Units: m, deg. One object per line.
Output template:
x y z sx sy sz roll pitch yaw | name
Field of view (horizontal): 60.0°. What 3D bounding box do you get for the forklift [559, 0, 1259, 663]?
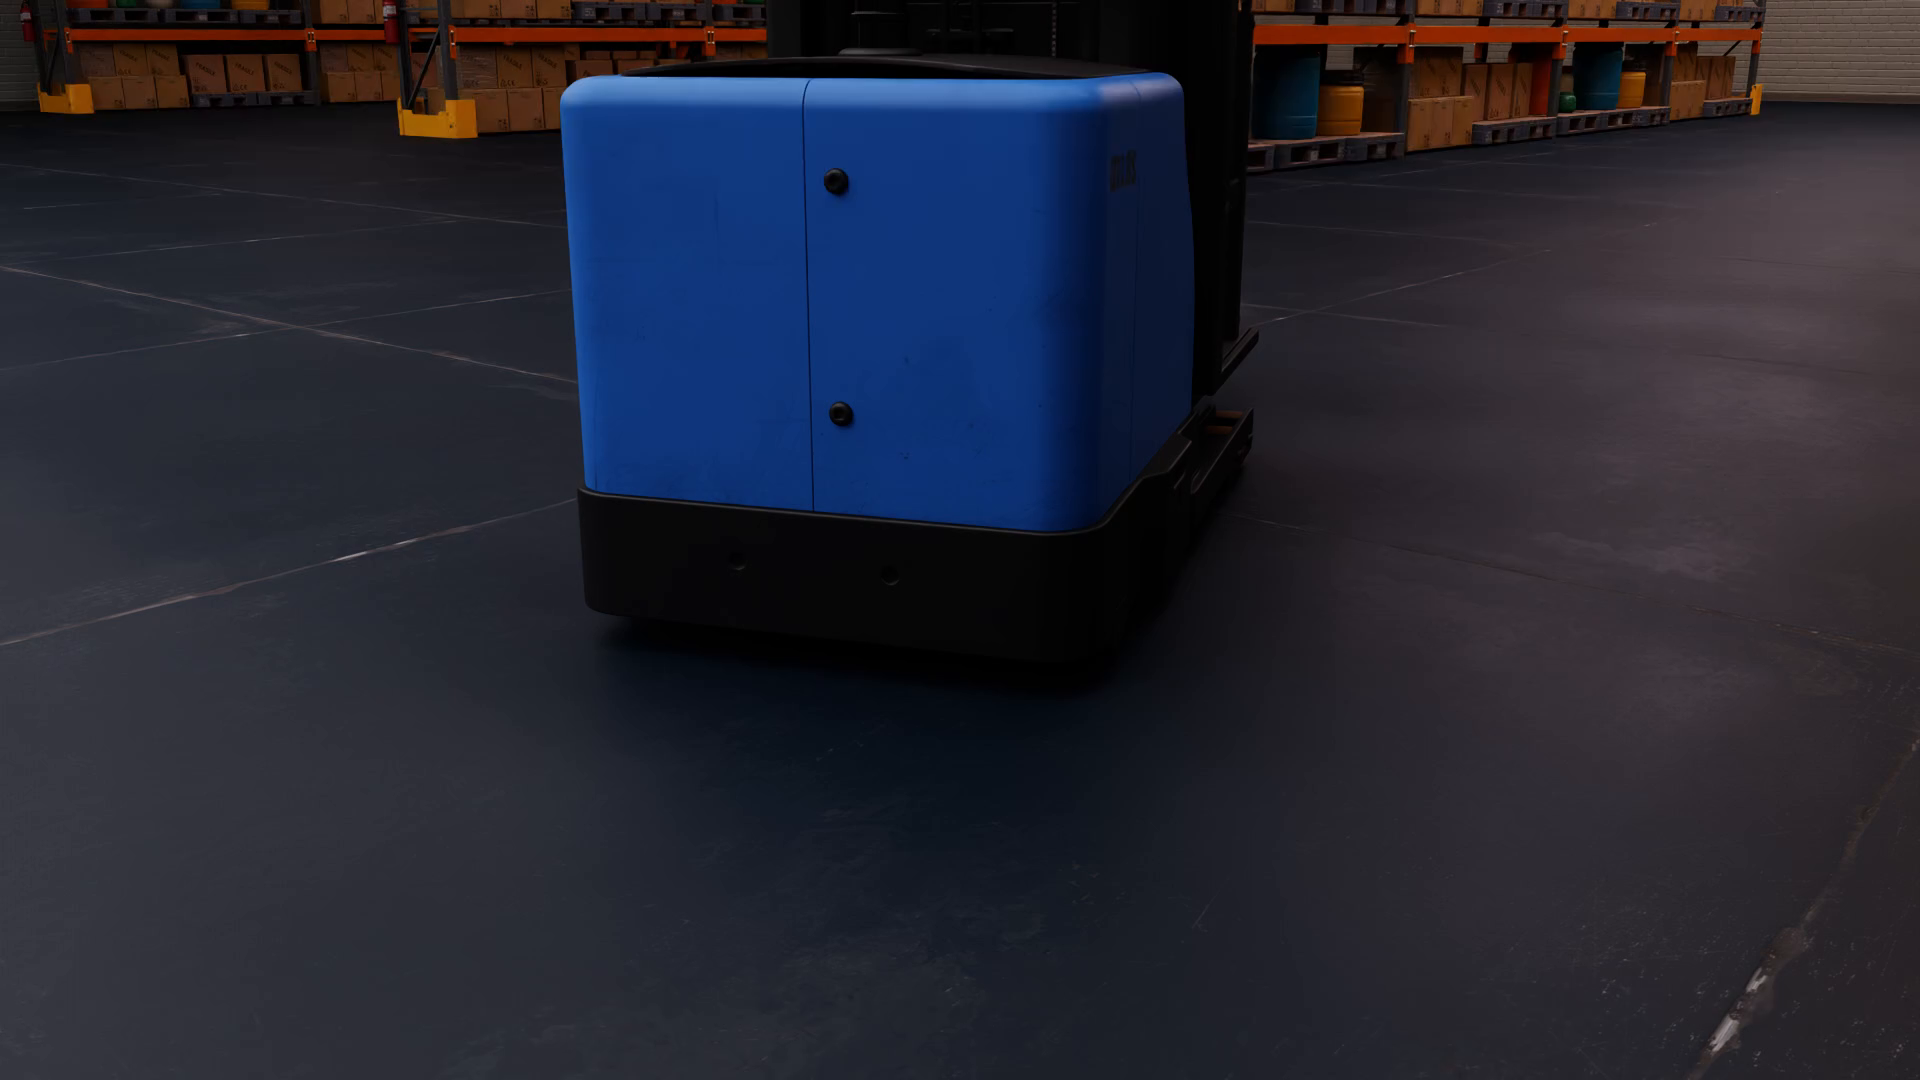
0.182 -1.571 4.072 1.130 2.935 3.031 5 18 17 | forklift
